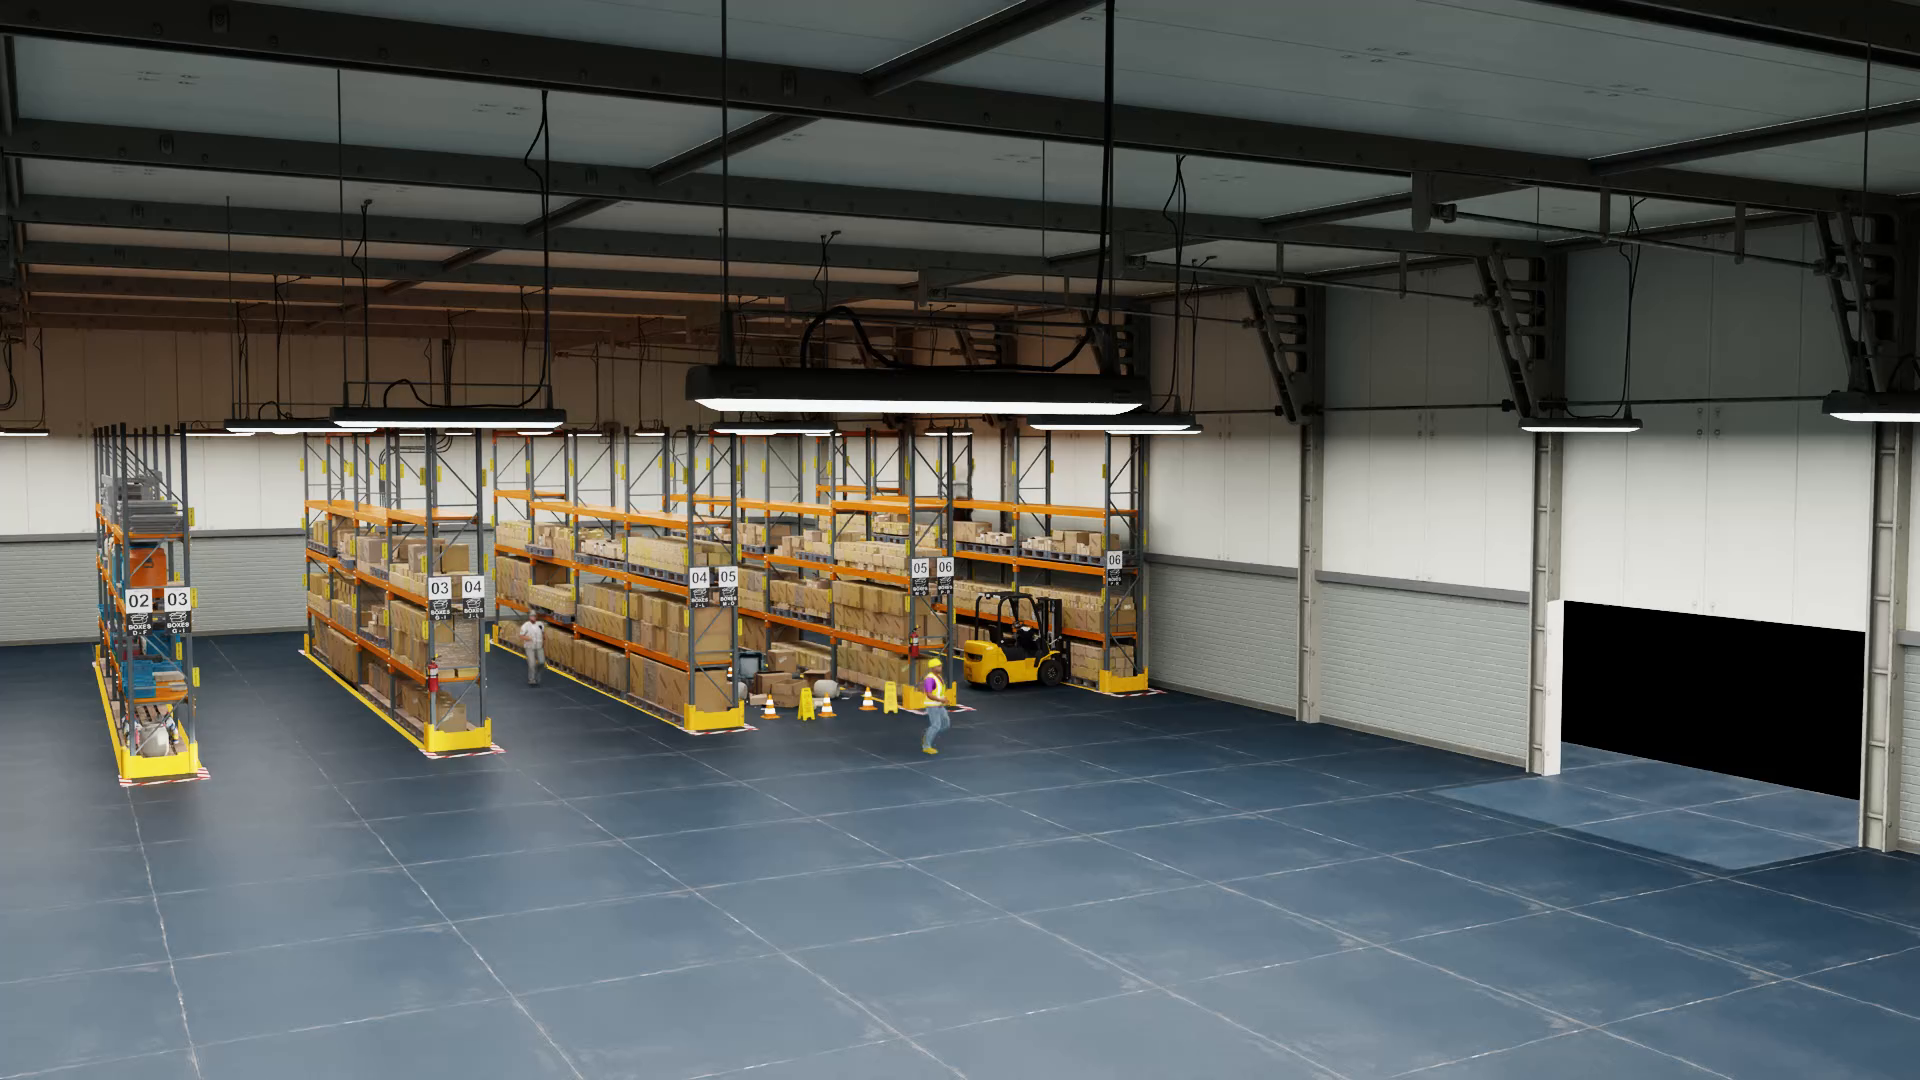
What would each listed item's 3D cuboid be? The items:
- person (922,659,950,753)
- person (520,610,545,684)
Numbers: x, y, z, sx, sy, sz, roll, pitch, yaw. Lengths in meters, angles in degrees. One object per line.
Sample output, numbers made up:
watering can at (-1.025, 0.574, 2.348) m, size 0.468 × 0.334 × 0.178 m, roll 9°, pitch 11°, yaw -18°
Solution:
person at (-0.410, 3.014, 30.321) m, size 0.582 × 1.720 × 0.733 m, roll 1°, pitch 4°, yaw 17°
person at (-9.912, 2.496, 38.781) m, size 0.650 × 1.744 × 0.602 m, roll -2°, pitch 4°, yaw -31°
